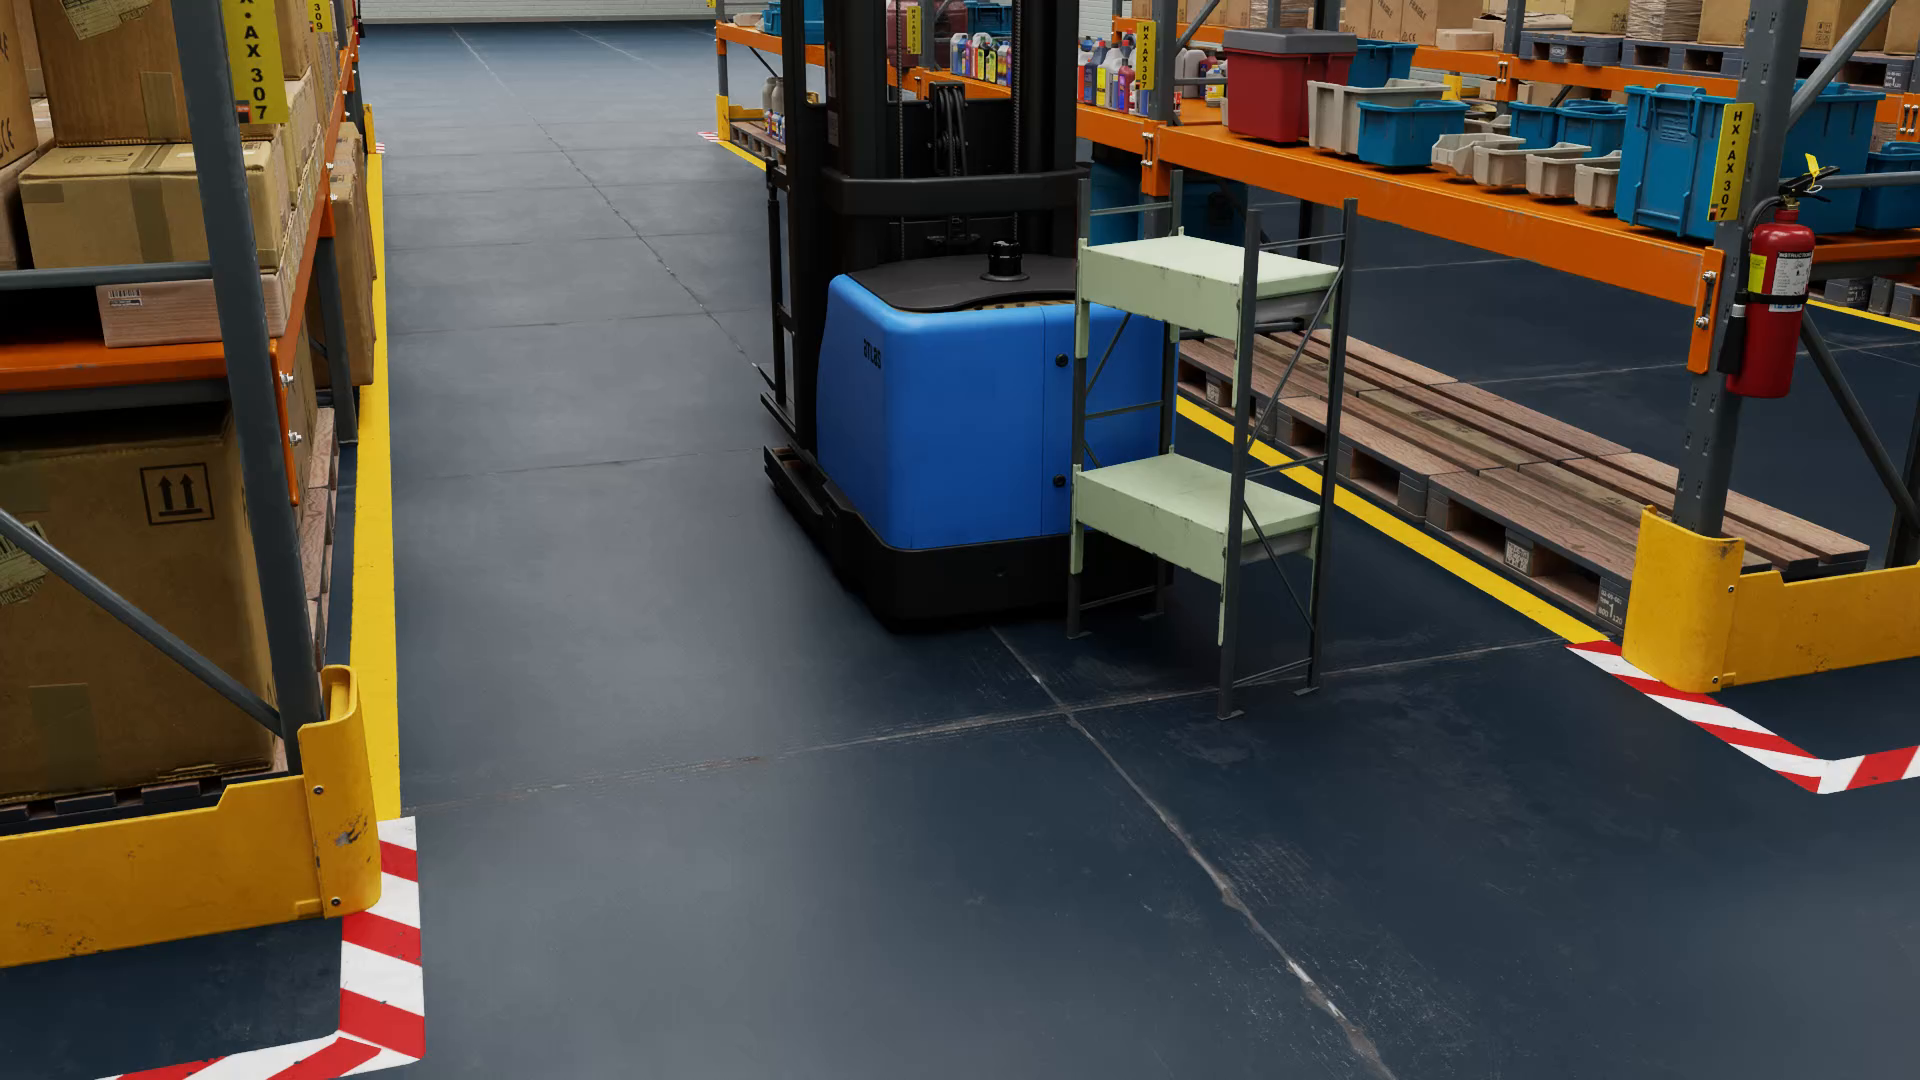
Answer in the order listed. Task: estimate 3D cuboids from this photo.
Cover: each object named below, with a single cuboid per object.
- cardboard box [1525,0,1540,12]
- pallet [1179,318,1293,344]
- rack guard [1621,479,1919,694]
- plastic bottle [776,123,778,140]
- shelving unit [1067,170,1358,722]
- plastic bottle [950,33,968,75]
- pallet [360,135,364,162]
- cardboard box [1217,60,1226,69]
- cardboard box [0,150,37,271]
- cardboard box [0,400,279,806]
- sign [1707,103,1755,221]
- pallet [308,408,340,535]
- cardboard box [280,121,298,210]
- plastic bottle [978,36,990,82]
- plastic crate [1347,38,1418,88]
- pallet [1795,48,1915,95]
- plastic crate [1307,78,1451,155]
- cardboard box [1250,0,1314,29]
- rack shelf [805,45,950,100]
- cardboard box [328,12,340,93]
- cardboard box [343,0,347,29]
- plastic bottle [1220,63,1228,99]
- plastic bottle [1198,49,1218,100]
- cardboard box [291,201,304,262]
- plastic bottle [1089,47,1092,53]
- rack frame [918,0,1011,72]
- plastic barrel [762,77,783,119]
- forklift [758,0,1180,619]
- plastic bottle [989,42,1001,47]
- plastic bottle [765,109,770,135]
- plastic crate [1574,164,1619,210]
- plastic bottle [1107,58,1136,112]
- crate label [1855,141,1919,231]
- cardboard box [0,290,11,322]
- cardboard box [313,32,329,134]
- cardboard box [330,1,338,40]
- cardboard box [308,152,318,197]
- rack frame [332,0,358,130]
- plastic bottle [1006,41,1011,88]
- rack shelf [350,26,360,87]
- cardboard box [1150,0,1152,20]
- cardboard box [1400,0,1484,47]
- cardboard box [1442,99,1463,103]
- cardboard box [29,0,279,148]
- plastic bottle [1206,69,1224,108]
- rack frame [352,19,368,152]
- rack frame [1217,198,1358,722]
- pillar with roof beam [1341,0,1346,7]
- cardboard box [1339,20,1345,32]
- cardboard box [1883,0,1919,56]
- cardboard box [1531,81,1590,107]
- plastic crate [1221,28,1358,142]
[{"bbox_3d":[7.264,-6.664,20.724,0.500,0.250,0.500,-7,21,-18],"label":"cardboard box"},{"bbox_3d":[1.244,-1.281,9.670,1.003,0.211,1.213,-6,21,-17],"label":"pallet"},{"bbox_3d":[2.724,0.125,5.328,1.175,0.500,0.348,-6,21,-17],"label":"rack guard"},{"bbox_3d":[-1.880,-4.293,17.420,0.097,0.201,0.097,0,20,0],"label":"plastic bottle"},{"bbox_3d":[0.730,-0.311,5.063,0.431,1.500,0.755,-13,23,-32],"label":"shelving unit"},{"bbox_3d":[0.019,-3.393,11.609,0.152,0.276,0.135,-6,21,-17],"label":"plastic bottle"},{"bbox_3d":[-6.781,-4.064,17.420,1.003,0.211,1.213,-6,21,-17],"label":"pallet"},{"bbox_3d":[3.137,-4.977,18.173,0.500,0.500,0.500,-6,21,-17],"label":"cardboard box"},{"bbox_3d":[-2.402,-0.728,3.787,0.500,0.250,0.500,-7,21,-18],"label":"cardboard box"},{"bbox_3d":[-2.275,0.074,4.294,0.875,0.875,0.875,-6,21,-17],"label":"cardboard box"},{"bbox_3d":[2.187,-1.071,4.718,0.100,0.325,0.005,-6,21,-17],"label":"sign"},{"bbox_3d":[-3.090,-0.250,6.800,1.003,0.211,1.213,-6,21,-17],"label":"pallet"},{"bbox_3d":[-2.216,-1.111,4.854,0.500,0.250,0.500,-7,21,-19],"label":"cardboard box"},{"bbox_3d":[0.163,-3.200,11.061,0.061,0.283,0.133,-6,21,-17],"label":"plastic bottle"},{"bbox_3d":[1.918,-2.248,8.173,0.392,0.384,0.575,-6,21,-17],"label":"plastic crate"},{"bbox_3d":[6.003,-3.044,10.737,1.003,0.211,1.213,-6,21,-17],"label":"pallet"},{"bbox_3d":[1.752,-1.804,7.088,0.437,0.282,0.530,-6,21,-17],"label":"plastic crate"},{"bbox_3d":[3.491,-5.622,17.484,0.700,0.500,0.500,-7,21,-19],"label":"cardboard box"},{"bbox_3d":[-0.439,-3.928,13.979,1.077,0.370,4.000,-6,21,-17],"label":"rack shelf"},{"bbox_3d":[-4.122,-3.013,10.221,0.500,0.500,0.500,-6,21,-16],"label":"cardboard box"},{"bbox_3d":[-5.852,-4.720,14.532,0.875,0.500,0.500,-6,21,-17],"label":"cardboard box"},{"bbox_3d":[1.548,-2.589,9.371,0.152,0.276,0.135,-6,21,-17],"label":"plastic bottle"},{"bbox_3d":[1.458,-2.734,9.764,0.061,0.283,0.133,-6,21,-17],"label":"plastic bottle"},{"bbox_3d":[-2.121,-0.891,4.833,0.380,0.149,0.250,-7,21,-18],"label":"cardboard box"},{"bbox_3d":[0.905,-3.240,11.293,0.097,0.201,0.097,0,20,0],"label":"plastic bottle"},{"bbox_3d":[0.190,-3.625,12.070,1.000,3.000,0.127,-6,21,-17],"label":"rack frame"},{"bbox_3d":[-2.045,-5.016,19.002,0.421,0.512,0.421,0,20,0],"label":"plastic barrel"},{"bbox_3d":[-0.195,-1.582,6.485,1.130,2.935,3.031,-6,21,-17],"label":"forklift"},{"bbox_3d":[0.233,-3.209,11.103,0.097,0.271,0.097,0,20,0],"label":"plastic bottle"},{"bbox_3d":[-2.051,-4.500,17.893,0.097,0.271,0.097,0,20,0],"label":"plastic bottle"},{"bbox_3d":[2.276,-1.204,5.632,0.396,0.136,0.243,-6,21,-17],"label":"plastic crate"},{"bbox_3d":[0.902,-2.492,9.101,0.152,0.276,0.135,-6,21,-17],"label":"plastic bottle"},{"bbox_3d":[2.939,-1.121,5.259,0.416,0.233,0.303,-6,21,-17],"label":"crate label"},{"bbox_3d":[-2.505,-0.575,3.953,0.380,0.149,0.250,-6,21,-17],"label":"cardboard box"},{"bbox_3d":[-3.321,-2.197,7.949,0.500,0.500,0.500,-6,21,-17],"label":"cardboard box"},{"bbox_3d":[-4.821,-3.788,12.125,0.500,0.250,0.500,-7,21,-19],"label":"cardboard box"},{"bbox_3d":[-2.524,-1.303,5.979,0.380,0.149,0.250,-6,21,-16],"label":"cardboard box"},{"bbox_3d":[-5.769,-4.382,14.179,1.000,3.000,0.127,-6,21,-17],"label":"rack frame"},{"bbox_3d":[0.339,-3.021,10.562,0.061,0.283,0.133,-6,21,-17],"label":"plastic bottle"},{"bbox_3d":[-6.398,-4.685,16.088,1.077,0.370,4.000,-6,21,-17],"label":"rack shelf"},{"bbox_3d":[2.683,-6.445,19.774,0.700,0.500,0.500,-6,21,-16],"label":"cardboard box"},{"bbox_3d":[4.350,-4.733,15.010,0.500,0.500,0.500,-8,21,-20],"label":"cardboard box"},{"bbox_3d":[4.514,-4.013,15.768,0.500,0.311,0.500,-7,21,-18],"label":"cardboard box"},{"bbox_3d":[-2.049,-1.297,4.262,0.500,0.500,0.500,-7,21,-19],"label":"cardboard box"},{"bbox_3d":[1.436,-2.535,9.330,0.097,0.201,0.097,0,20,0],"label":"plastic bottle"},{"bbox_3d":[-7.027,-5.666,17.753,1.000,3.000,0.127,-6,21,-17],"label":"rack frame"},{"bbox_3d":[0.935,-0.208,4.778,0.400,1.500,0.023,-13,23,-32],"label":"rack frame"},{"bbox_3d":[2.149,-11.403,24.852,9.100,9.000,0.400,-6,21,-17],"label":"pillar with roof beam"},{"bbox_3d":[3.721,-5.009,16.296,0.380,0.149,0.250,-6,21,-17],"label":"cardboard box"},{"bbox_3d":[6.214,-3.287,10.360,0.700,0.500,0.500,-15,24,-35],"label":"cardboard box"},{"bbox_3d":[7.575,-5.620,20.672,0.700,0.500,0.500,-8,21,-21],"label":"cardboard box"},{"bbox_3d":[1.490,-2.086,7.604,0.402,0.464,0.583,-6,21,-17],"label":"plastic crate"}]
